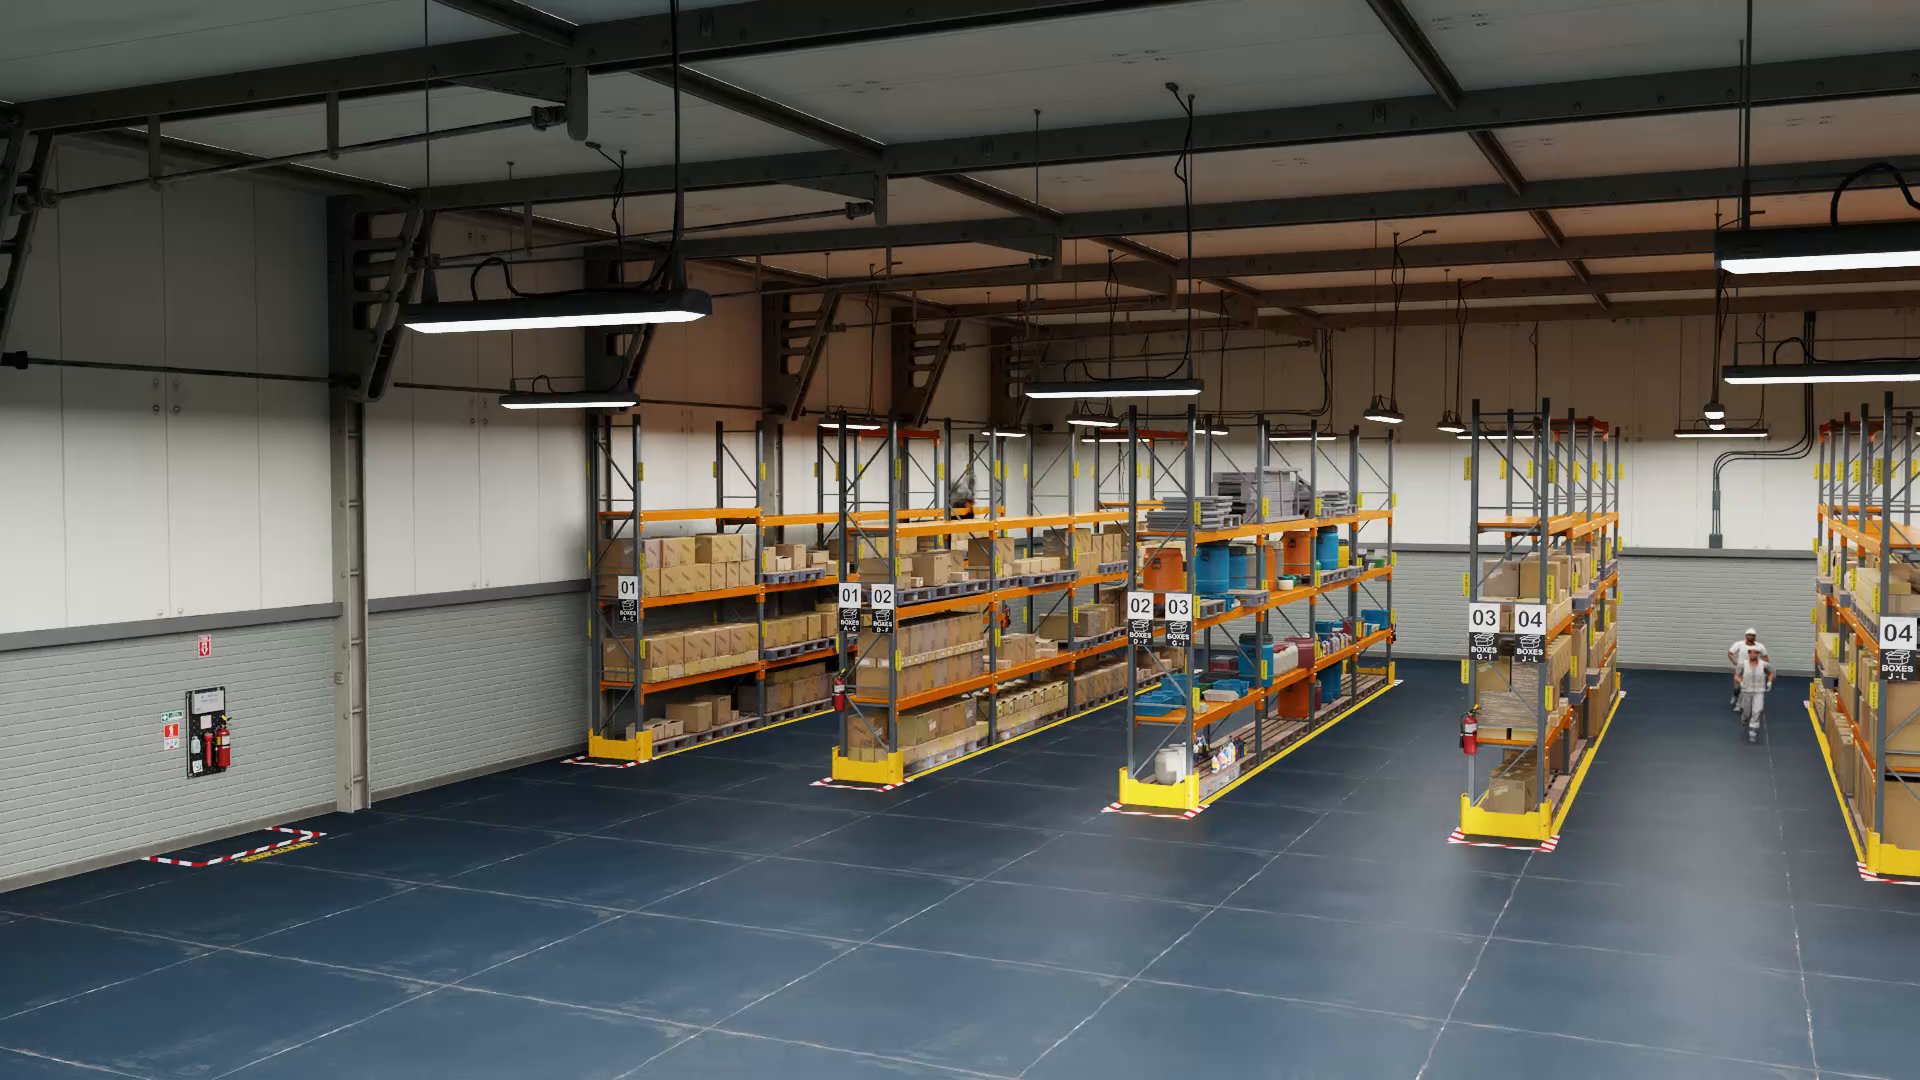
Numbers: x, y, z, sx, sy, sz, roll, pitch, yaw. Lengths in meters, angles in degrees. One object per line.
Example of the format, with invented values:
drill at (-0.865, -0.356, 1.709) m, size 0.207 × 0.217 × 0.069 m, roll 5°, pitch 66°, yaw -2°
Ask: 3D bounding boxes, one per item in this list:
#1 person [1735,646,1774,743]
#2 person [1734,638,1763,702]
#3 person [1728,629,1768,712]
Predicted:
person at (14.795, 2.852, 30.986) m, size 0.664 × 1.779 × 0.874 m, roll 1°, pitch 3°, yaw 26°
person at (16.846, 2.749, 35.527) m, size 0.601 × 1.543 × 0.599 m, roll -2°, pitch 3°, yaw -41°
person at (16.448, 2.713, 34.755) m, size 0.758 × 1.733 × 0.865 m, roll 1°, pitch 3°, yaw 28°
